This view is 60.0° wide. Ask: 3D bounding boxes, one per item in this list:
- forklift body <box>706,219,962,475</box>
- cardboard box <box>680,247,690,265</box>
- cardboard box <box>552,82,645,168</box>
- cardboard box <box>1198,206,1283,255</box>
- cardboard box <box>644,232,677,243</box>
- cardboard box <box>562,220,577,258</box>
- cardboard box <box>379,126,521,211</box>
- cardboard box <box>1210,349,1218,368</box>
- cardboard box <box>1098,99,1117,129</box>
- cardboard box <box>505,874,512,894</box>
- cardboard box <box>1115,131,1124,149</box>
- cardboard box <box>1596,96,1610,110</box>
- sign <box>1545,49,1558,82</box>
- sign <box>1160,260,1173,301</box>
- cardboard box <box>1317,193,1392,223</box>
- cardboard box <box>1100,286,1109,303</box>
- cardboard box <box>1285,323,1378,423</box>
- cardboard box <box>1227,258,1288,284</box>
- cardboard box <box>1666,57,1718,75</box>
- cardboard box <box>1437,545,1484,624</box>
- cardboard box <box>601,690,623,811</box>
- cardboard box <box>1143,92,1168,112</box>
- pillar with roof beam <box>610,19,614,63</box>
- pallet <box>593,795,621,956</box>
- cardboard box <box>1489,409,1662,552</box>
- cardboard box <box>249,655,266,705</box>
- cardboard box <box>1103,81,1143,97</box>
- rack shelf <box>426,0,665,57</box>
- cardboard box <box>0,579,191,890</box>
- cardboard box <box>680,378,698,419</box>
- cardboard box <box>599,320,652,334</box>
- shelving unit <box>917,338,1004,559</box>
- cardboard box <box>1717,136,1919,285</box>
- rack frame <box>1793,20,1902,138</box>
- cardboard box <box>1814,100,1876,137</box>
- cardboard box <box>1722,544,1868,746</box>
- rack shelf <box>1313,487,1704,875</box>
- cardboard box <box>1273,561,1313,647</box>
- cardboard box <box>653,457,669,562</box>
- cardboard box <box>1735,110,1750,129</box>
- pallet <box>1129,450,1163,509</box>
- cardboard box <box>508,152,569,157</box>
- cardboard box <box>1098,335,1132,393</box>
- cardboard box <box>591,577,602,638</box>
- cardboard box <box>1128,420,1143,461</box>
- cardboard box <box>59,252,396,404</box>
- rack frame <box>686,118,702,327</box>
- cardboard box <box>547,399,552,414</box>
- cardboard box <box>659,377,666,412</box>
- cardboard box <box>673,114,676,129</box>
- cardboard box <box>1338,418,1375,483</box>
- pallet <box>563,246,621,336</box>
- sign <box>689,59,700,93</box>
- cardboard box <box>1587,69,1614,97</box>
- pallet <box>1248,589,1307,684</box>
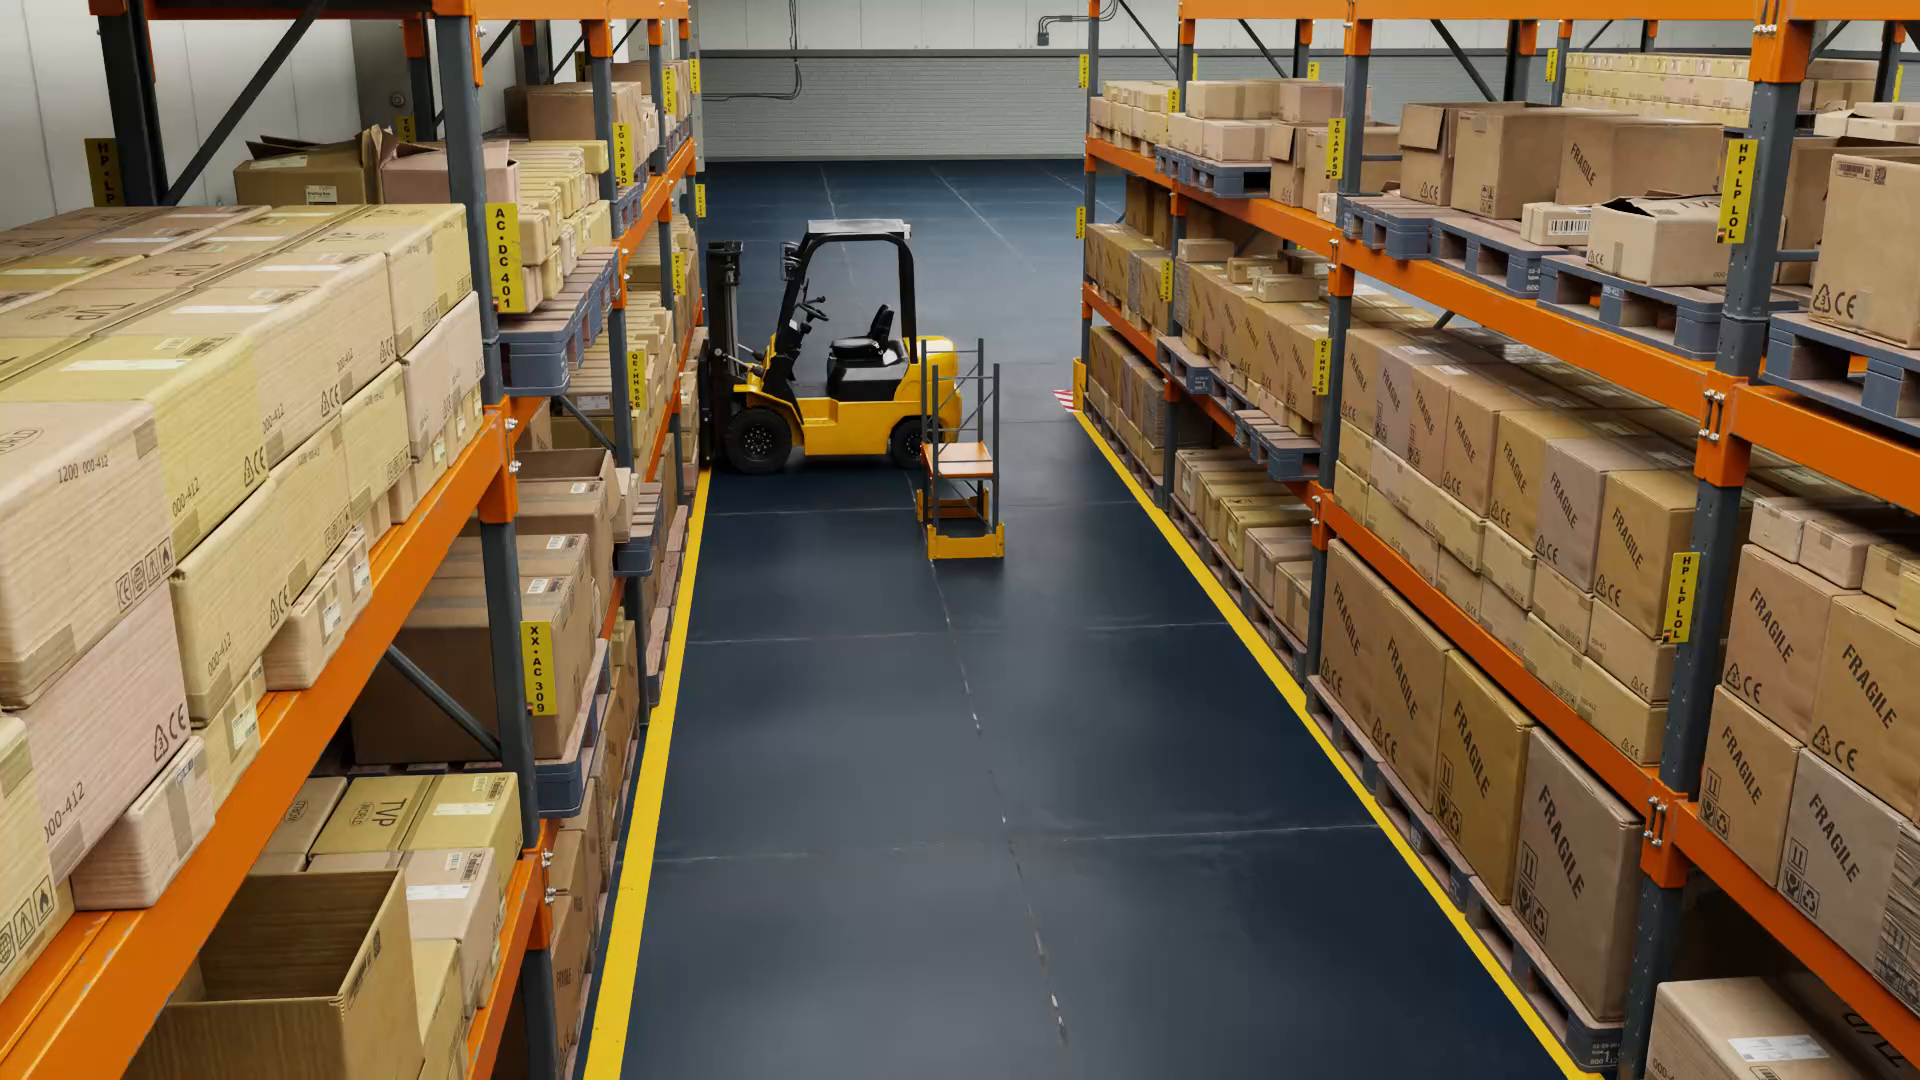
[{"bbox_3d":[-1.137,-1.813,15.360,2.313,2.155,1.214,-2,18,-6],"label":"forklift body"},{"bbox_3d":[-2.676,-2.607,15.224,0.380,0.149,0.250,-2,18,-5],"label":"cardboard box"},{"bbox_3d":[-2.259,-2.596,10.396,0.500,0.500,0.500,-1,17,-4],"label":"cardboard box"},{"bbox_3d":[2.373,-2.493,13.778,0.700,0.500,0.500,-2,18,-6],"label":"cardboard box"},{"bbox_3d":[-2.737,-2.668,14.922,0.380,0.149,0.250,-2,17,-5],"label":"cardboard box"},{"bbox_3d":[-1.652,-1.116,6.267,0.380,0.149,0.250,-2,18,-6],"label":"cardboard box"},{"bbox_3d":[-1.593,-1.150,5.189,0.396,0.266,0.258,-2,18,-6],"label":"cardboard box"},{"bbox_3d":[2.052,-1.360,12.220,0.380,0.149,0.250,-2,17,-5],"label":"cardboard box"},{"bbox_3d":[1.619,-4.074,15.891,0.500,0.250,0.500,-2,18,-6],"label":"cardboard box"},{"bbox_3d":[-1.625,1.056,5.225,0.380,0.149,0.250,-2,17,-5],"label":"cardboard box"},{"bbox_3d":[1.638,-3.698,15.360,0.380,0.149,0.250,-2,17,-5],"label":"cardboard box"},{"bbox_3d":[6.498,-4.285,16.361,0.380,0.149,0.250,-2,18,-5],"label":"cardboard box"},{"bbox_3d":[6.150,-4.934,17.287,0.100,0.325,0.005,-2,18,-6],"label":"sign"},{"bbox_3d":[1.663,-2.083,13.358,0.100,0.325,0.005,-2,18,-6],"label":"sign"},{"bbox_3d":[2.340,-1.970,9.854,0.380,0.149,0.250,-2,18,-6],"label":"cardboard box"},{"bbox_3d":[1.586,-2.420,16.296,0.380,0.149,0.250,-2,17,-5],"label":"cardboard box"},{"bbox_3d":[2.291,-1.014,10.034,0.500,0.500,0.500,-2,18,-7],"label":"cardboard box"},{"bbox_3d":[2.113,-1.917,11.827,0.380,0.149,0.250,-1,17,-3],"label":"cardboard box"},{"bbox_3d":[6.631,-4.287,15.036,0.380,0.149,0.250,-2,18,-6],"label":"cardboard box"},{"bbox_3d":[2.588,0.184,7.834,0.500,0.250,0.500,-2,18,-6],"label":"cardboard box"},{"bbox_3d":[-1.967,1.074,8.220,0.500,0.500,0.500,-1,17,-3],"label":"cardboard box"},{"bbox_3d":[1.754,-3.697,14.025,0.380,0.149,0.250,-1,17,-4],"label":"cardboard box"},{"bbox_3d":[-0.309,-7.274,21.322,9.100,9.000,0.400,-2,18,-6],"label":"pillar with roof beam"},{"bbox_3d":[-2.160,1.574,7.811,1.003,0.211,1.213,-2,18,-6],"label":"pallet"},{"bbox_3d":[2.638,-0.261,7.165,0.500,0.500,0.500,-1,17,-4],"label":"cardboard box"},{"bbox_3d":[-1.406,0.246,2.797,0.380,0.149,0.250,-2,18,-6],"label":"cardboard box"},{"bbox_3d":[1.623,-4.460,16.456,0.380,0.149,0.250,-2,18,-6],"label":"cardboard box"},{"bbox_3d":[-2.528,-3.267,10.428,1.077,0.370,4.000,-2,18,-6],"label":"rack shelf"},{"bbox_3d":[-1.344,0.248,2.126,0.500,0.250,0.500,-1,17,-5],"label":"cardboard box"},{"bbox_3d":[-2.515,-1.206,14.232,0.500,0.250,0.500,-2,18,-6],"label":"cardboard box"},{"bbox_3d":[-2.317,-1.417,11.432,0.380,0.149,0.250,-2,18,-5],"label":"cardboard box"},{"bbox_3d":[-0.008,-0.738,13.025,0.587,1.500,1.083,-2,18,-6],"label":"shelving unit"},{"bbox_3d":[3.225,-1.256,6.294,0.500,0.500,0.500,-2,18,-7],"label":"cardboard box"},{"bbox_3d":[7.115,-4.734,13.233,1.000,3.000,0.127,-2,18,-6],"label":"rack frame"},{"bbox_3d":[6.929,-3.299,13.027,0.258,0.266,0.396,-2,18,-7],"label":"cardboard box"},{"bbox_3d":[2.836,0.319,5.316,0.500,0.500,0.500,-2,18,-5],"label":"cardboard box"},{"bbox_3d":[2.821,0.442,7.962,1.077,0.370,4.000,-2,18,-6],"label":"rack shelf"},{"bbox_3d":[2.566,0.388,10.621,0.950,0.372,0.625,-3,18,-9],"label":"cardboard box"},{"bbox_3d":[-2.597,-0.215,12.118,0.875,0.625,0.625,-2,18,-6],"label":"cardboard box"},{"bbox_3d":[6.760,-3.530,13.956,0.380,0.149,0.250,-2,18,-6],"label":"cardboard box"},{"bbox_3d":[2.098,-0.557,14.600,1.003,0.211,1.213,-2,18,-6],"label":"pallet"},{"bbox_3d":[-2.008,-1.705,7.679,0.380,0.149,0.250,-2,18,-6],"label":"cardboard box"},{"bbox_3d":[1.659,-1.715,16.270,0.500,0.500,0.500,-2,18,-8],"label":"cardboard box"},{"bbox_3d":[-1.671,0.287,6.778,0.396,0.266,0.258,-1,17,-3],"label":"cardboard box"},{"bbox_3d":[1.809,-0.904,14.937,0.500,0.250,0.500,-2,18,-7],"label":"cardboard box"},{"bbox_3d":[-1.513,-0.446,3.501,0.500,0.250,0.500,-1,17,-5],"label":"cardboard box"},{"bbox_3d":[-3.147,-2.726,16.853,1.000,3.000,0.127,-2,18,-6],"label":"rack frame"},{"bbox_3d":[-2.645,-0.635,9.607,0.500,0.250,0.500,-1,17,-4],"label":"cardboard box"},{"bbox_3d":[-2.344,-1.022,11.676,0.500,0.250,0.500,-2,18,-5],"label":"cardboard box"},{"bbox_3d":[-2.558,-3.466,13.752,0.380,0.149,0.250,-1,17,-4],"label":"cardboard box"},{"bbox_3d":[2.421,-0.505,9.195,0.500,0.250,0.500,-2,18,-6],"label":"cardboard box"},{"bbox_3d":[-2.017,-0.998,6.653,1.213,0.211,1.003,-2,18,-6],"label":"pallet"},{"bbox_3d":[-2.606,-4.555,16.323,0.100,0.325,0.005,-2,18,-6],"label":"sign"},{"bbox_3d":[6.551,-4.510,16.413,0.500,0.250,0.500,-2,18,-6],"label":"cardboard box"},{"bbox_3d":[2.536,0.600,10.912,1.003,0.211,1.213,-2,18,-6],"label":"pallet"}]
